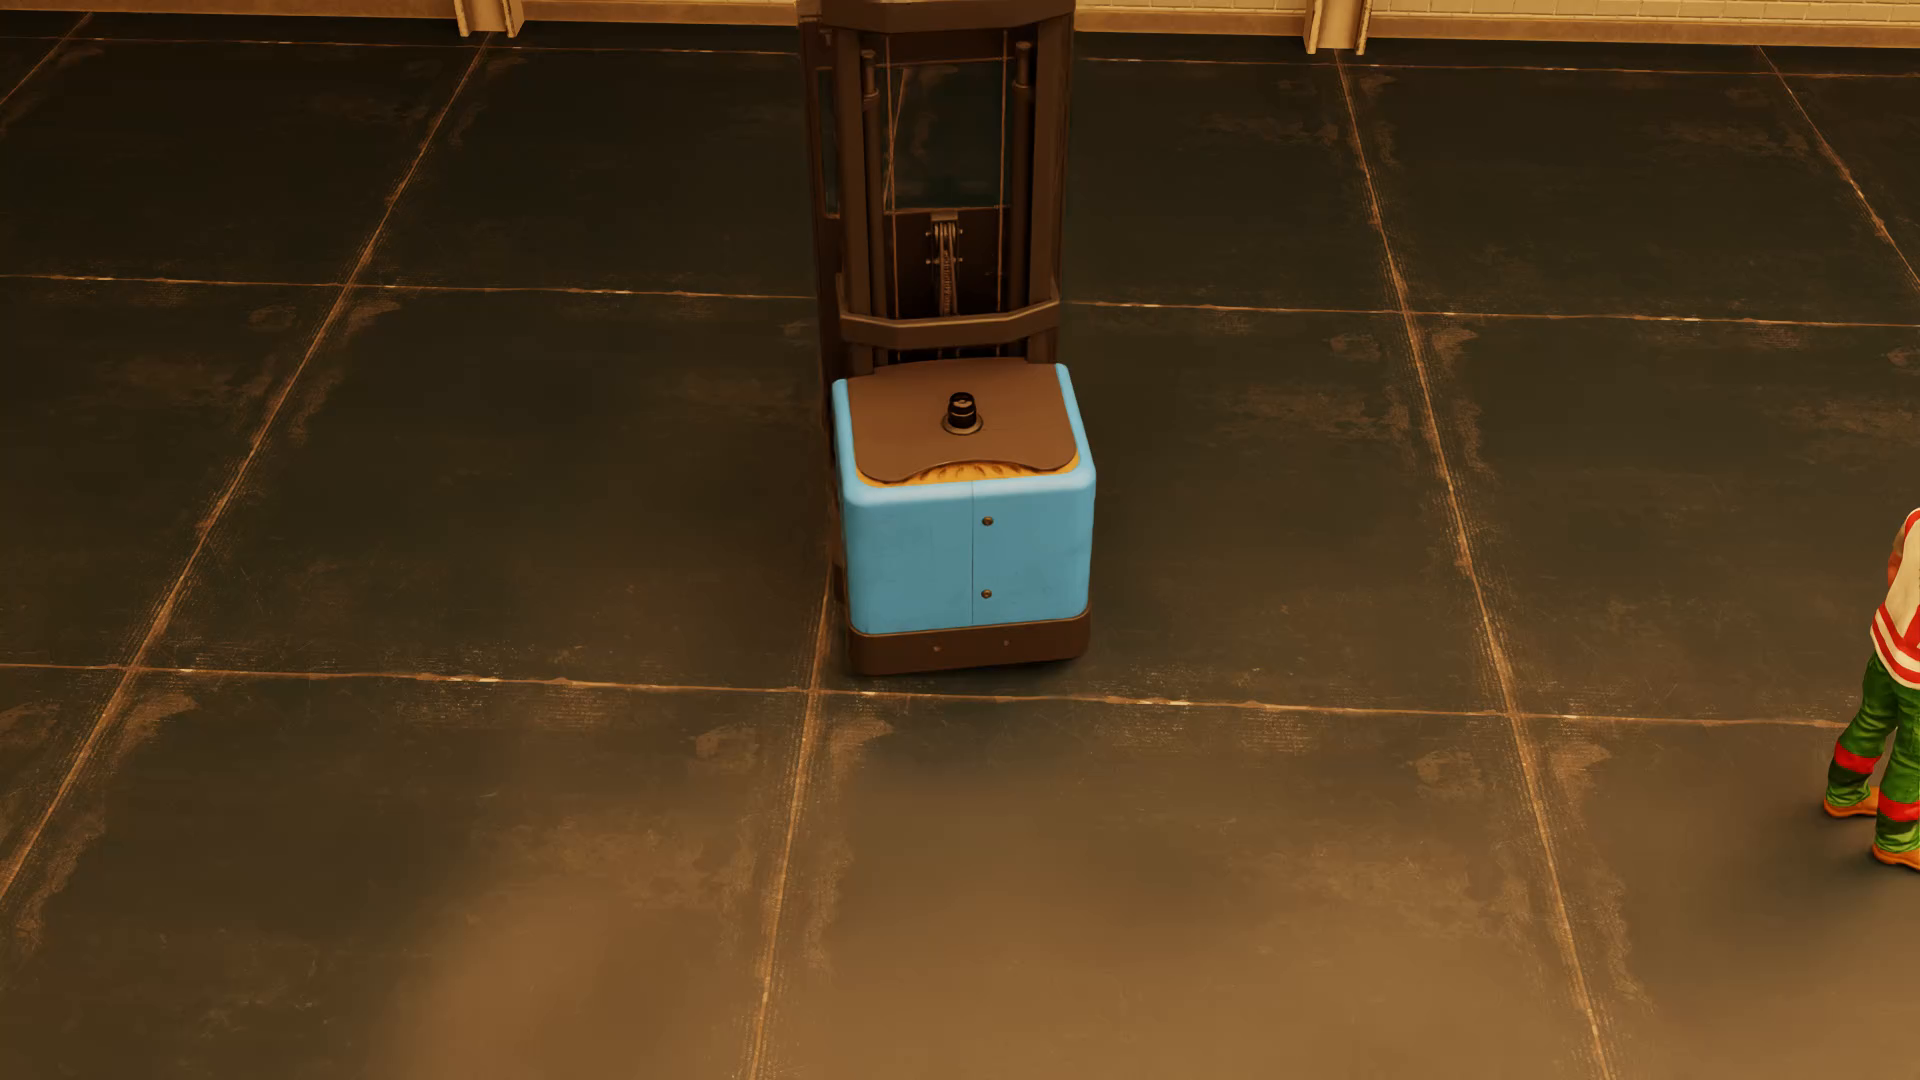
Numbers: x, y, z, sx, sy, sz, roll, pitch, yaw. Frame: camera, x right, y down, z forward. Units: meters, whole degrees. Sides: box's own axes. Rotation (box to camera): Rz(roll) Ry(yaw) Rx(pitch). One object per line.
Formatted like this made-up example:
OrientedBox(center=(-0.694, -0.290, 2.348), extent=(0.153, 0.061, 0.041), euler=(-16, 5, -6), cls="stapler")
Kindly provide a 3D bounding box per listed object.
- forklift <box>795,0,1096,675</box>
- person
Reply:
OrientedBox(center=(-0.124, -1.493, 7.377), extent=(1.130, 2.935, 3.031), euler=(-5, 43, -5), cls="forklift")
OrientedBox(center=(3.614, 0.437, 6.100), extent=(0.564, 1.787, 0.638), euler=(2, 42, 2), cls="person")
